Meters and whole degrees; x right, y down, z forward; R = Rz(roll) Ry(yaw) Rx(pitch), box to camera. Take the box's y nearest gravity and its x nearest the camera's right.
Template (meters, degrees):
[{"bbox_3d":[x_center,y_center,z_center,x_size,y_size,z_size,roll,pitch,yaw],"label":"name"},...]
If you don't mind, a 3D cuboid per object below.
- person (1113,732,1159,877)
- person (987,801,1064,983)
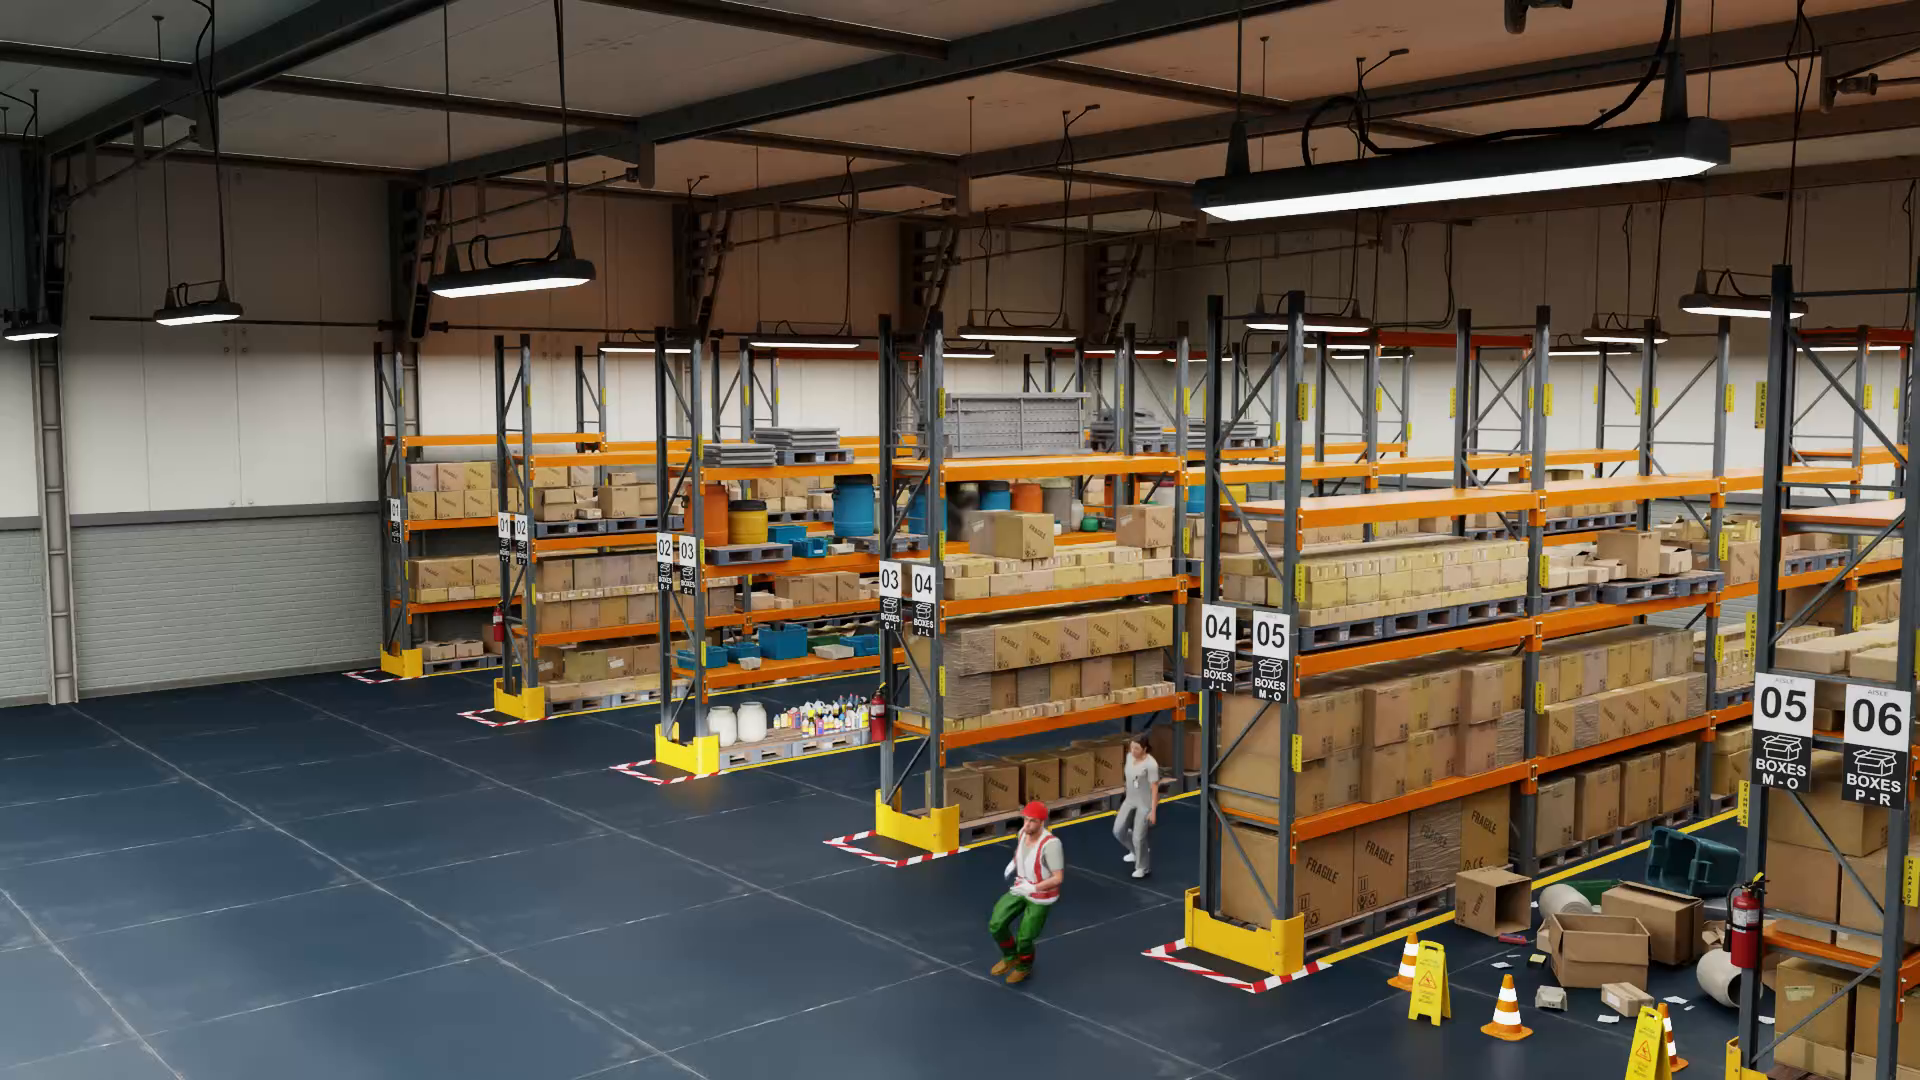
[{"bbox_3d":[1.920,2.765,17.517,0.588,1.596,0.689,-5,7,-42],"label":"person"},{"bbox_3d":[0.557,3.040,14.228,0.842,1.678,0.720,4,6,36],"label":"person"}]
